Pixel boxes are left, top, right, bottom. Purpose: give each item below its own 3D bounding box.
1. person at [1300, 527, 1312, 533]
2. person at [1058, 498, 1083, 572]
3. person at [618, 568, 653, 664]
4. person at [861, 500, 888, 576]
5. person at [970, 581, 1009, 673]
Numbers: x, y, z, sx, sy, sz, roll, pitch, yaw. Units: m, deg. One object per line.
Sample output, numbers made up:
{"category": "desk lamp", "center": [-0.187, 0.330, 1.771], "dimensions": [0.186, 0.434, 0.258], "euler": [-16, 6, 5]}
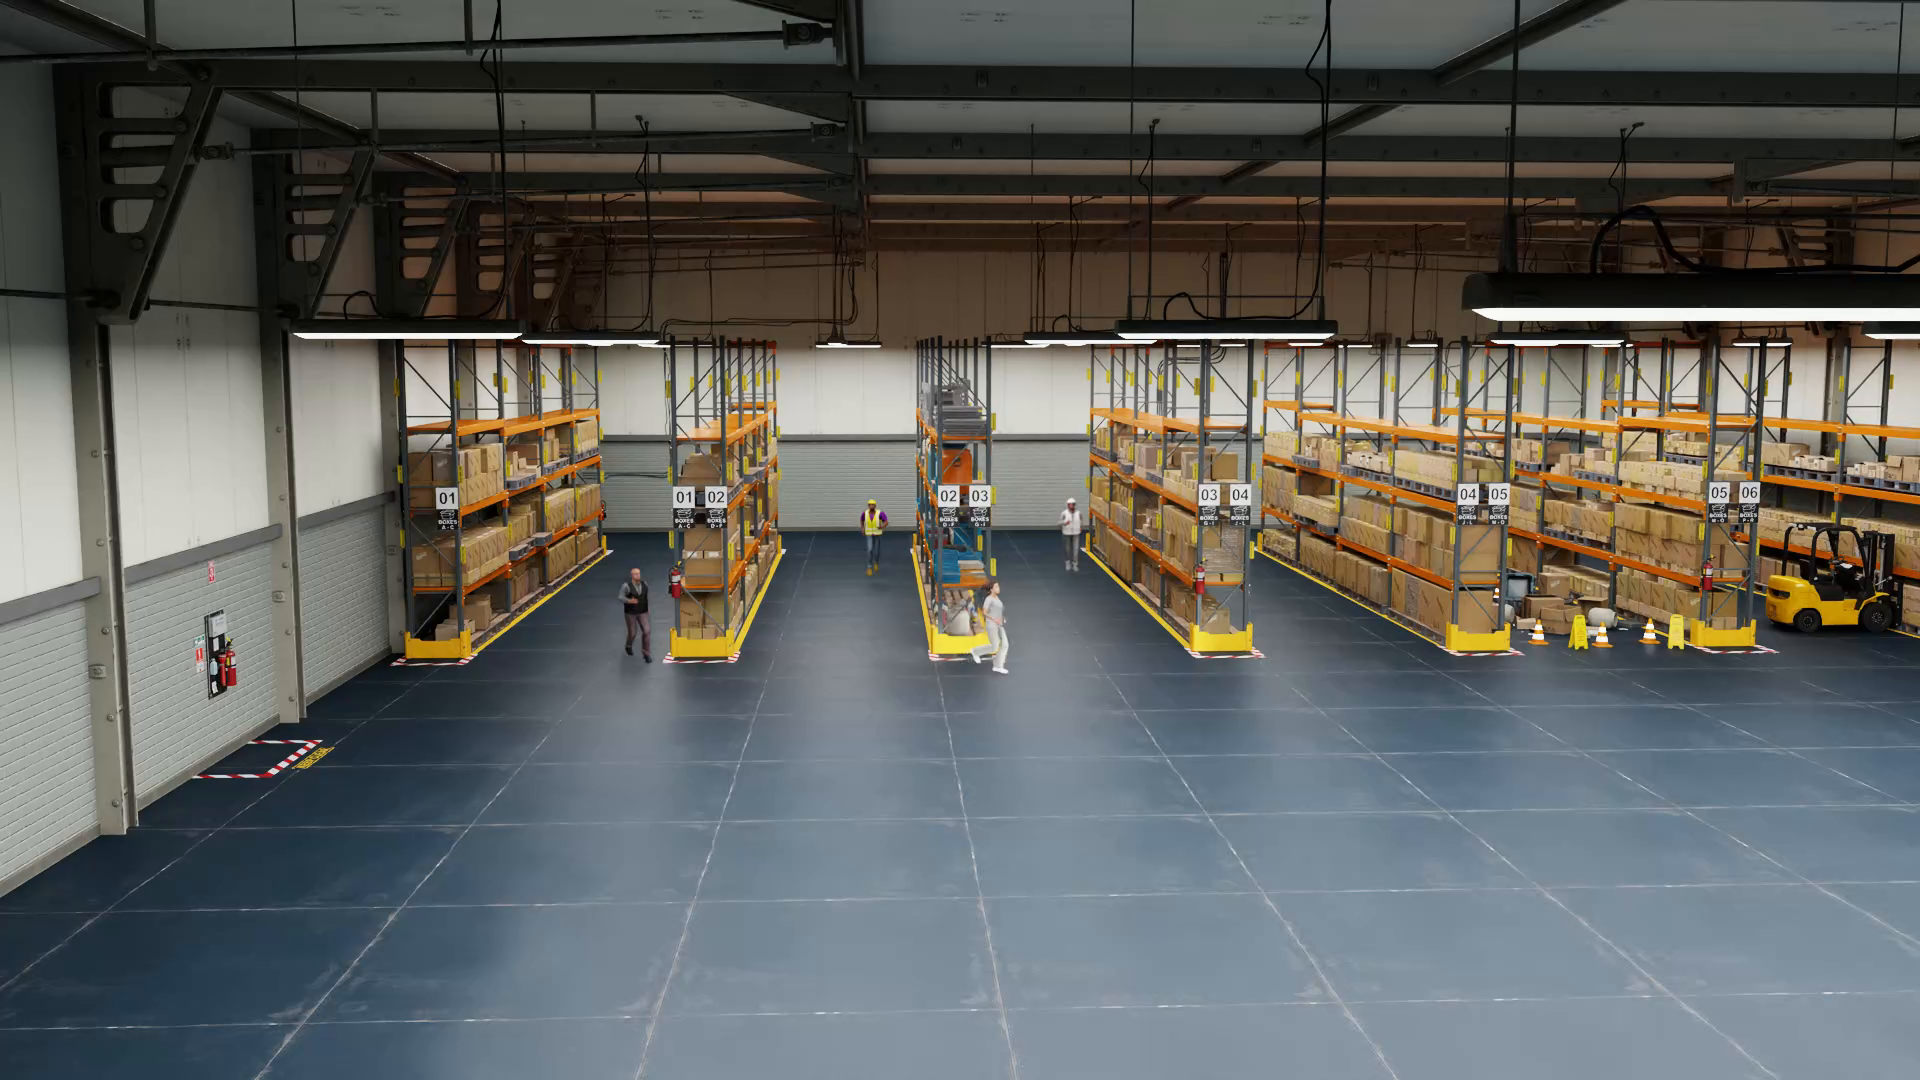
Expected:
{"category": "person", "center": [10.259, -0.677, 49.143], "dimensions": [1.031, 1.673, 0.590], "euler": [0, 7, -4]}
{"category": "person", "center": [2.747, -0.116, 40.948], "dimensions": [0.656, 1.825, 0.870], "euler": [0, 7, -4]}
{"category": "person", "center": [-6.000, 1.382, 30.776], "dimensions": [0.690, 1.742, 0.920], "euler": [-4, 8, -30]}
{"category": "person", "center": [-2.111, -0.079, 41.017], "dimensions": [0.704, 1.862, 0.705], "euler": [0, 6, 3]}
{"category": "person", "center": [0.562, 1.553, 29.776], "dimensions": [0.749, 1.636, 0.568], "euler": [3, 7, 27]}
